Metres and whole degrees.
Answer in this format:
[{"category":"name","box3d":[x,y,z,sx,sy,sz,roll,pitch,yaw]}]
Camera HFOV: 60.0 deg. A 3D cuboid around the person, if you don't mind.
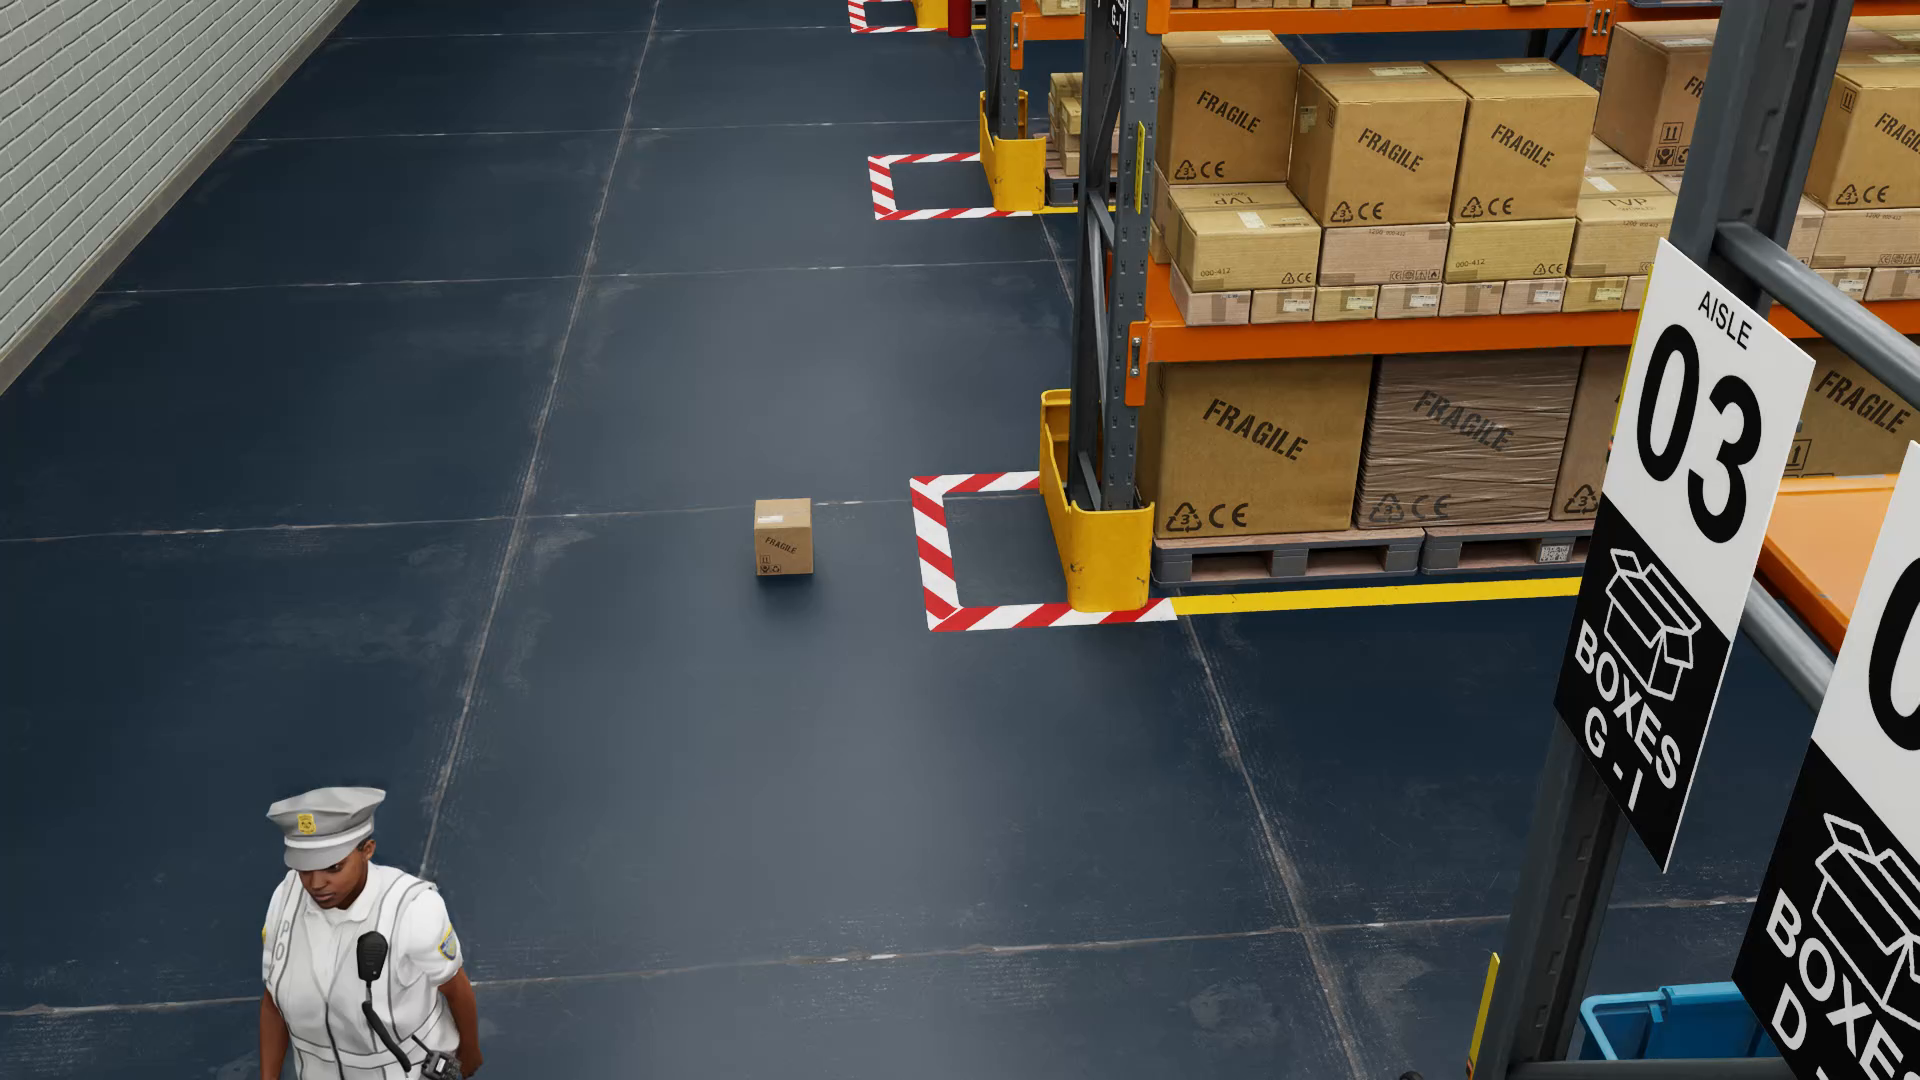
[{"category":"person","box3d":[-1.432,1.280,3.981,0.449,1.632,0.988,7,32,12]}]
